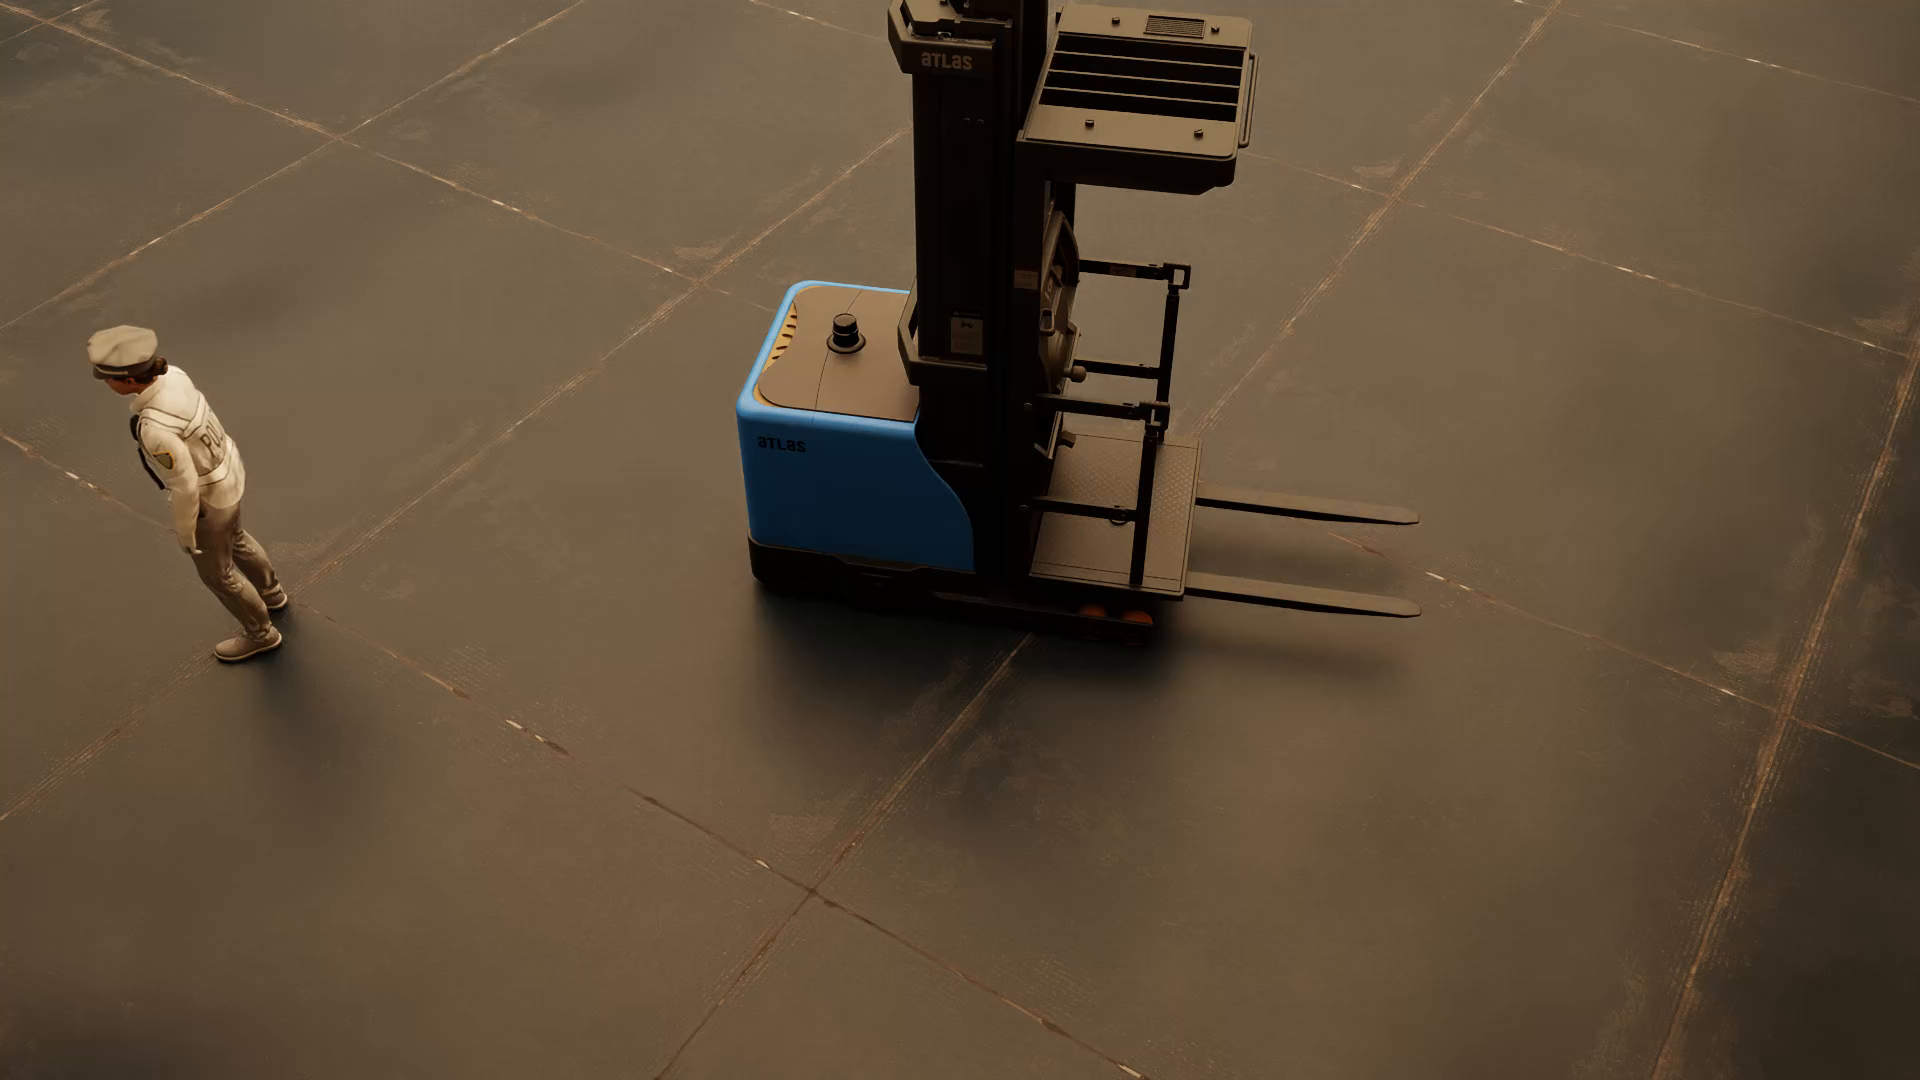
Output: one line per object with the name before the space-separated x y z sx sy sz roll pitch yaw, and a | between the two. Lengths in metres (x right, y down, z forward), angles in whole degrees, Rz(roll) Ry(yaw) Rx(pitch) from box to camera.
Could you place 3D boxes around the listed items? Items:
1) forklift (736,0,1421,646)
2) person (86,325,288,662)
forklift | 0.598 -0.987 6.890 3.031 2.935 1.130 7 44 8
person | -3.182 -0.185 6.966 0.374 1.664 0.541 -8 44 -8
